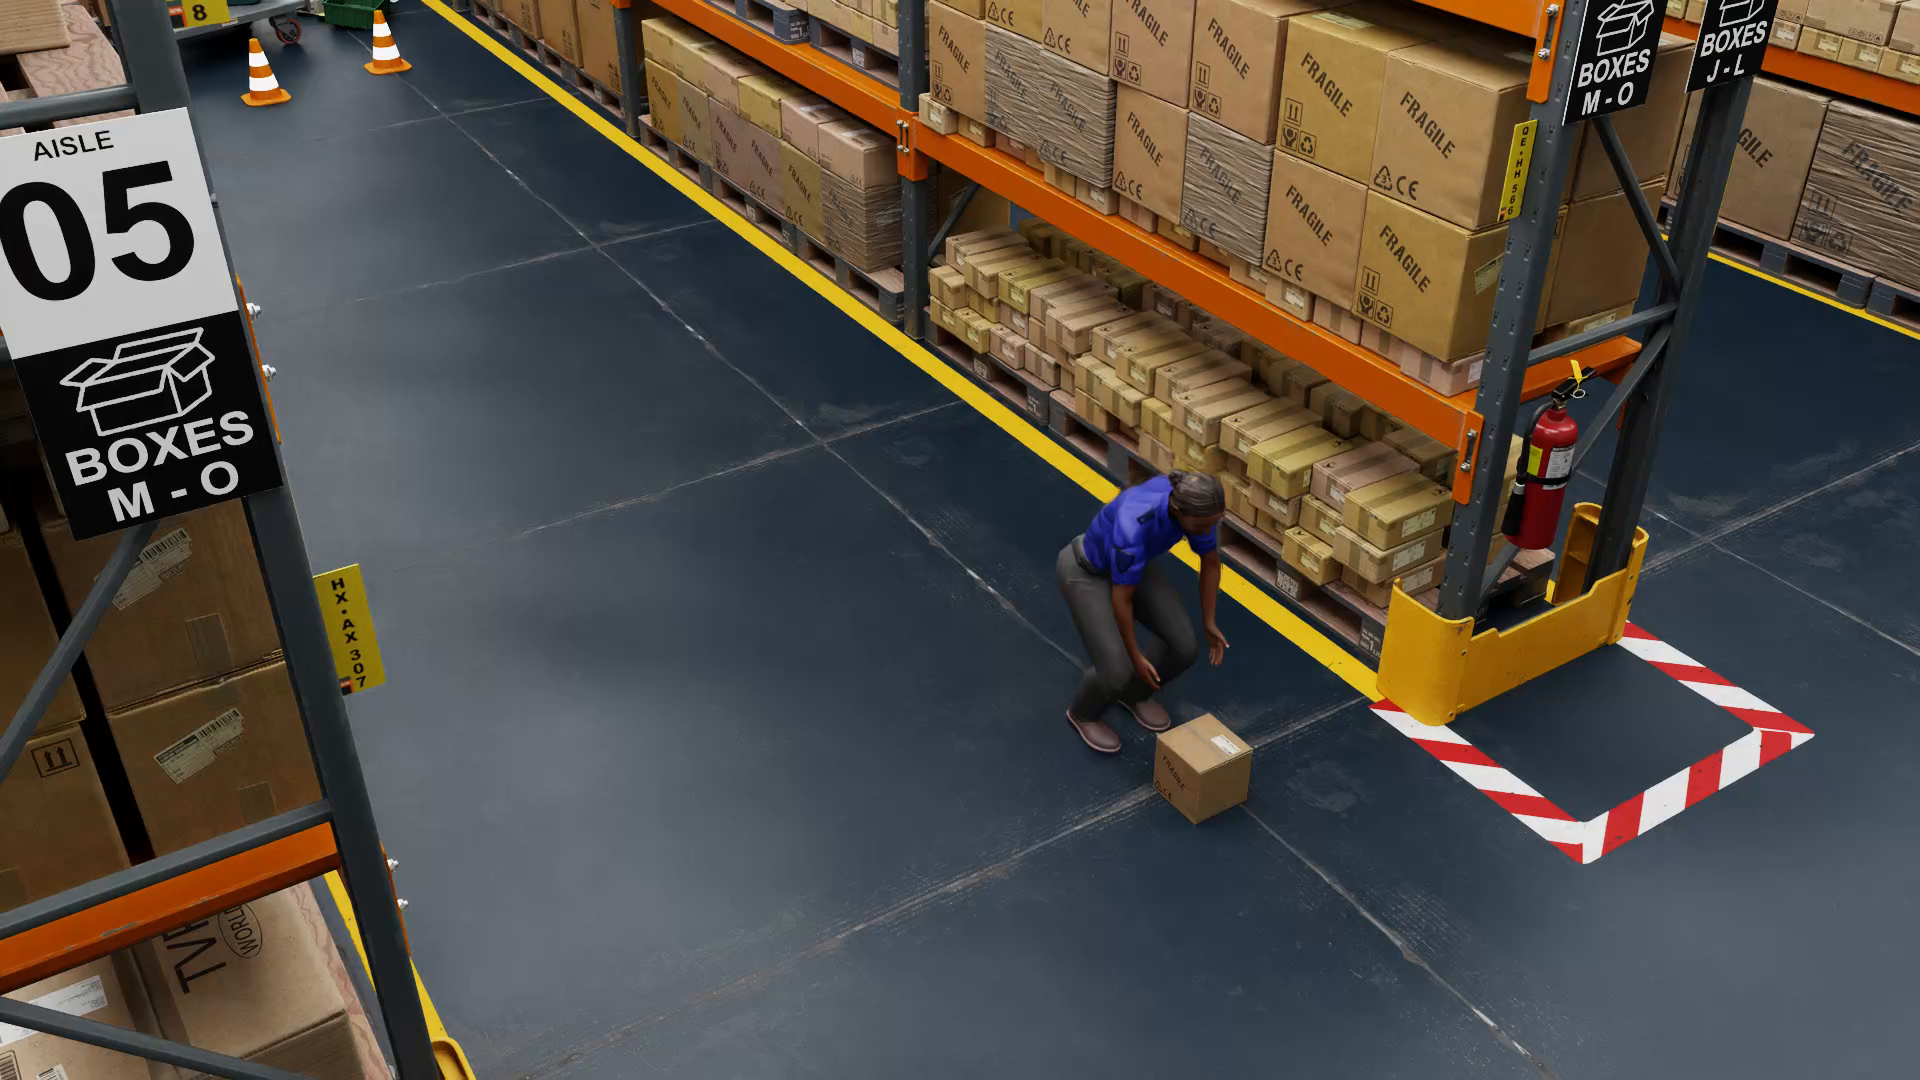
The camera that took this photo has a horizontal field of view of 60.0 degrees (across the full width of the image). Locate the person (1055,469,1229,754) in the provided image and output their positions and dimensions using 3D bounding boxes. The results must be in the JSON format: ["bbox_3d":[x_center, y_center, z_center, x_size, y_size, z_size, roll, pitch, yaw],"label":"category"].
[{"bbox_3d":[0.687,0.206,6.183,0.497,1.277,0.684,-19,37,-27],"label":"person"}]
